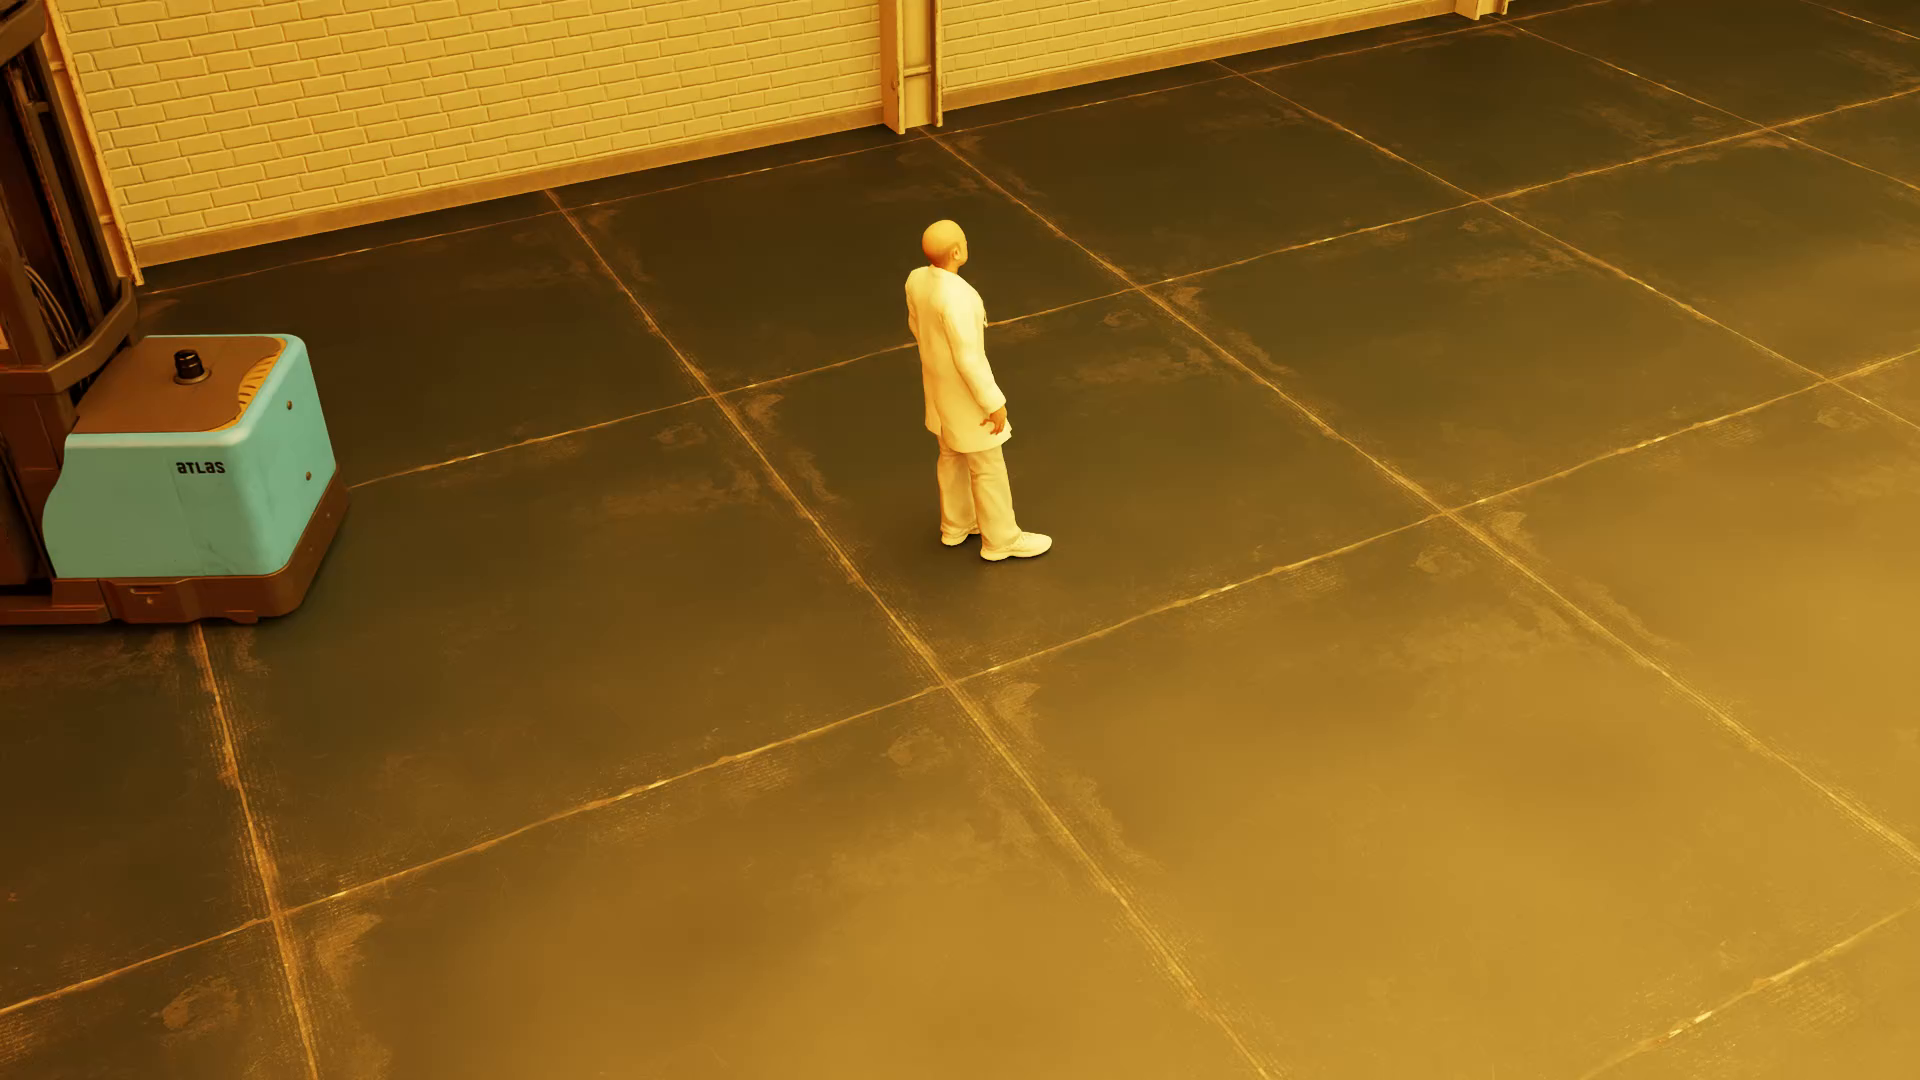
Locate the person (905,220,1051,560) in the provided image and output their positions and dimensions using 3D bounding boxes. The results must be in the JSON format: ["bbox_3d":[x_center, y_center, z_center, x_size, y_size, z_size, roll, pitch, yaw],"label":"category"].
[{"bbox_3d":[0.083,-0.755,8.177,0.578,1.778,0.698,-17,39,-23],"label":"person"}]

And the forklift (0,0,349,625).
[{"bbox_3d":[-4.736,-1.050,7.608,3.031,2.935,1.130,-1,35,-1],"label":"forklift"}]
